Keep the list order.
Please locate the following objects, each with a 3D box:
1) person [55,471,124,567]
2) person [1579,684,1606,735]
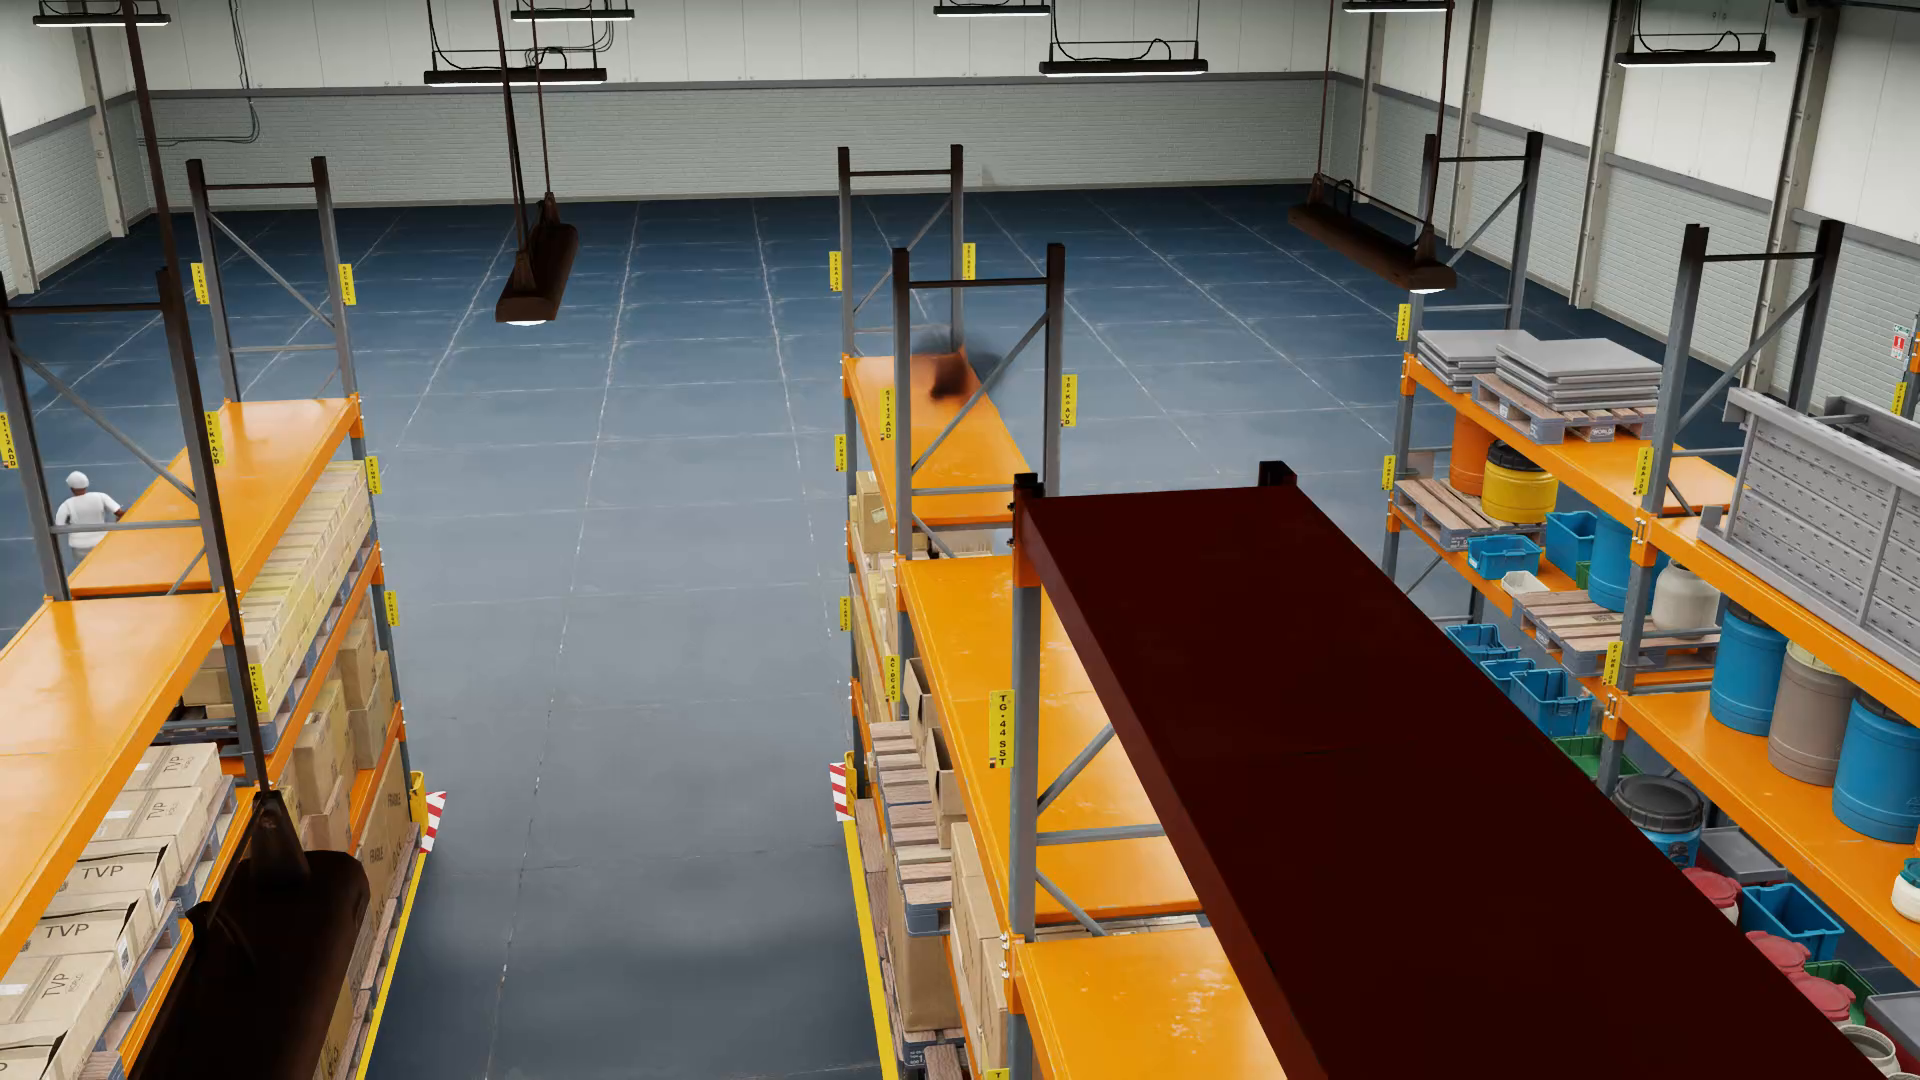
[{"bbox_3d":[-10.017,0.036,19.149,0.949,1.748,0.712,16,27,36],"label":"person"},{"bbox_3d":[6.023,1.511,15.679,0.553,1.557,0.682,-1,22,-3],"label":"person"}]
